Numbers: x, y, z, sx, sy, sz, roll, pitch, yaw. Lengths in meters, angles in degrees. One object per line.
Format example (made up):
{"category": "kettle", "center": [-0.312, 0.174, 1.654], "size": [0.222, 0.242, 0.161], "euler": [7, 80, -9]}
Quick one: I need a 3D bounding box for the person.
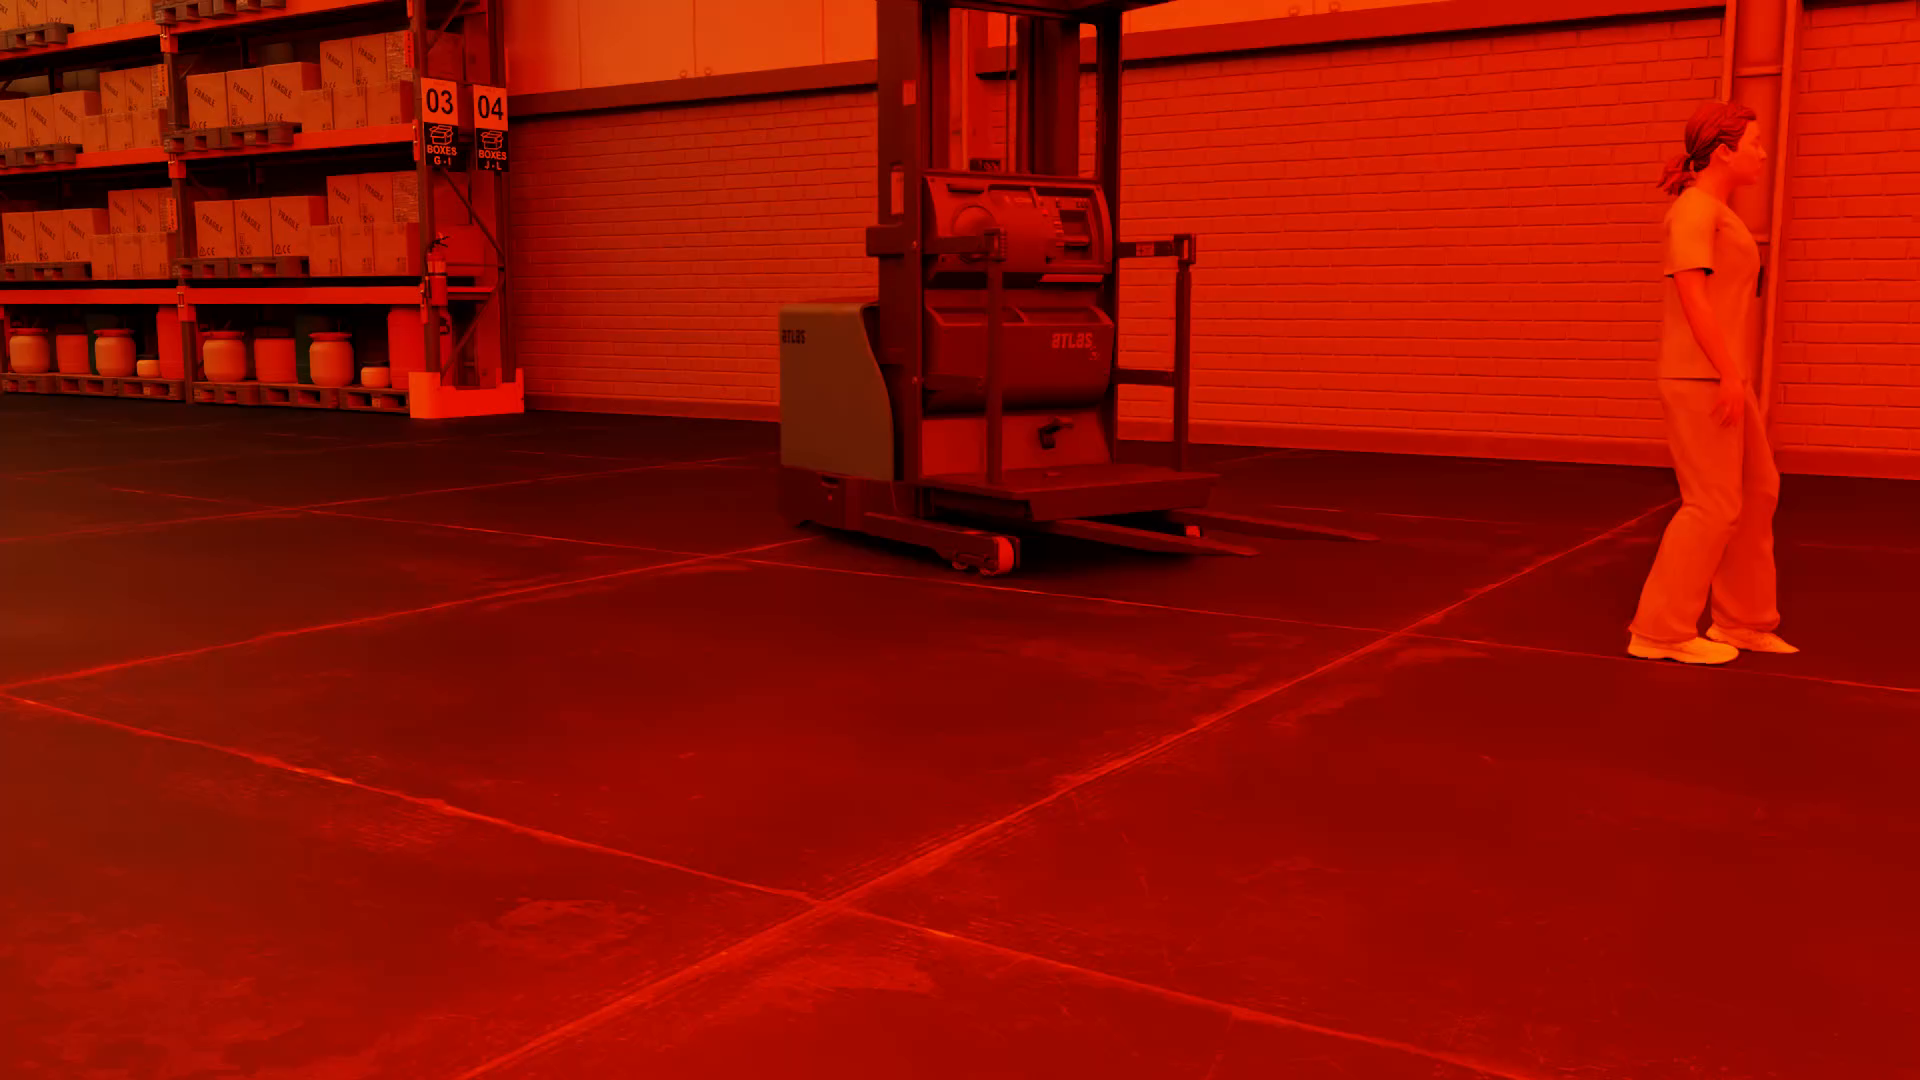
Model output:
{"category": "person", "center": [2.311, -0.436, 4.967], "size": [0.498, 1.706, 0.525], "euler": [4, 9, 27]}

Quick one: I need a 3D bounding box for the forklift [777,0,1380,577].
{"category": "forklift", "center": [0.385, -1.380, 6.899], "size": [1.130, 2.935, 3.031], "euler": [-6, 10, -35]}
